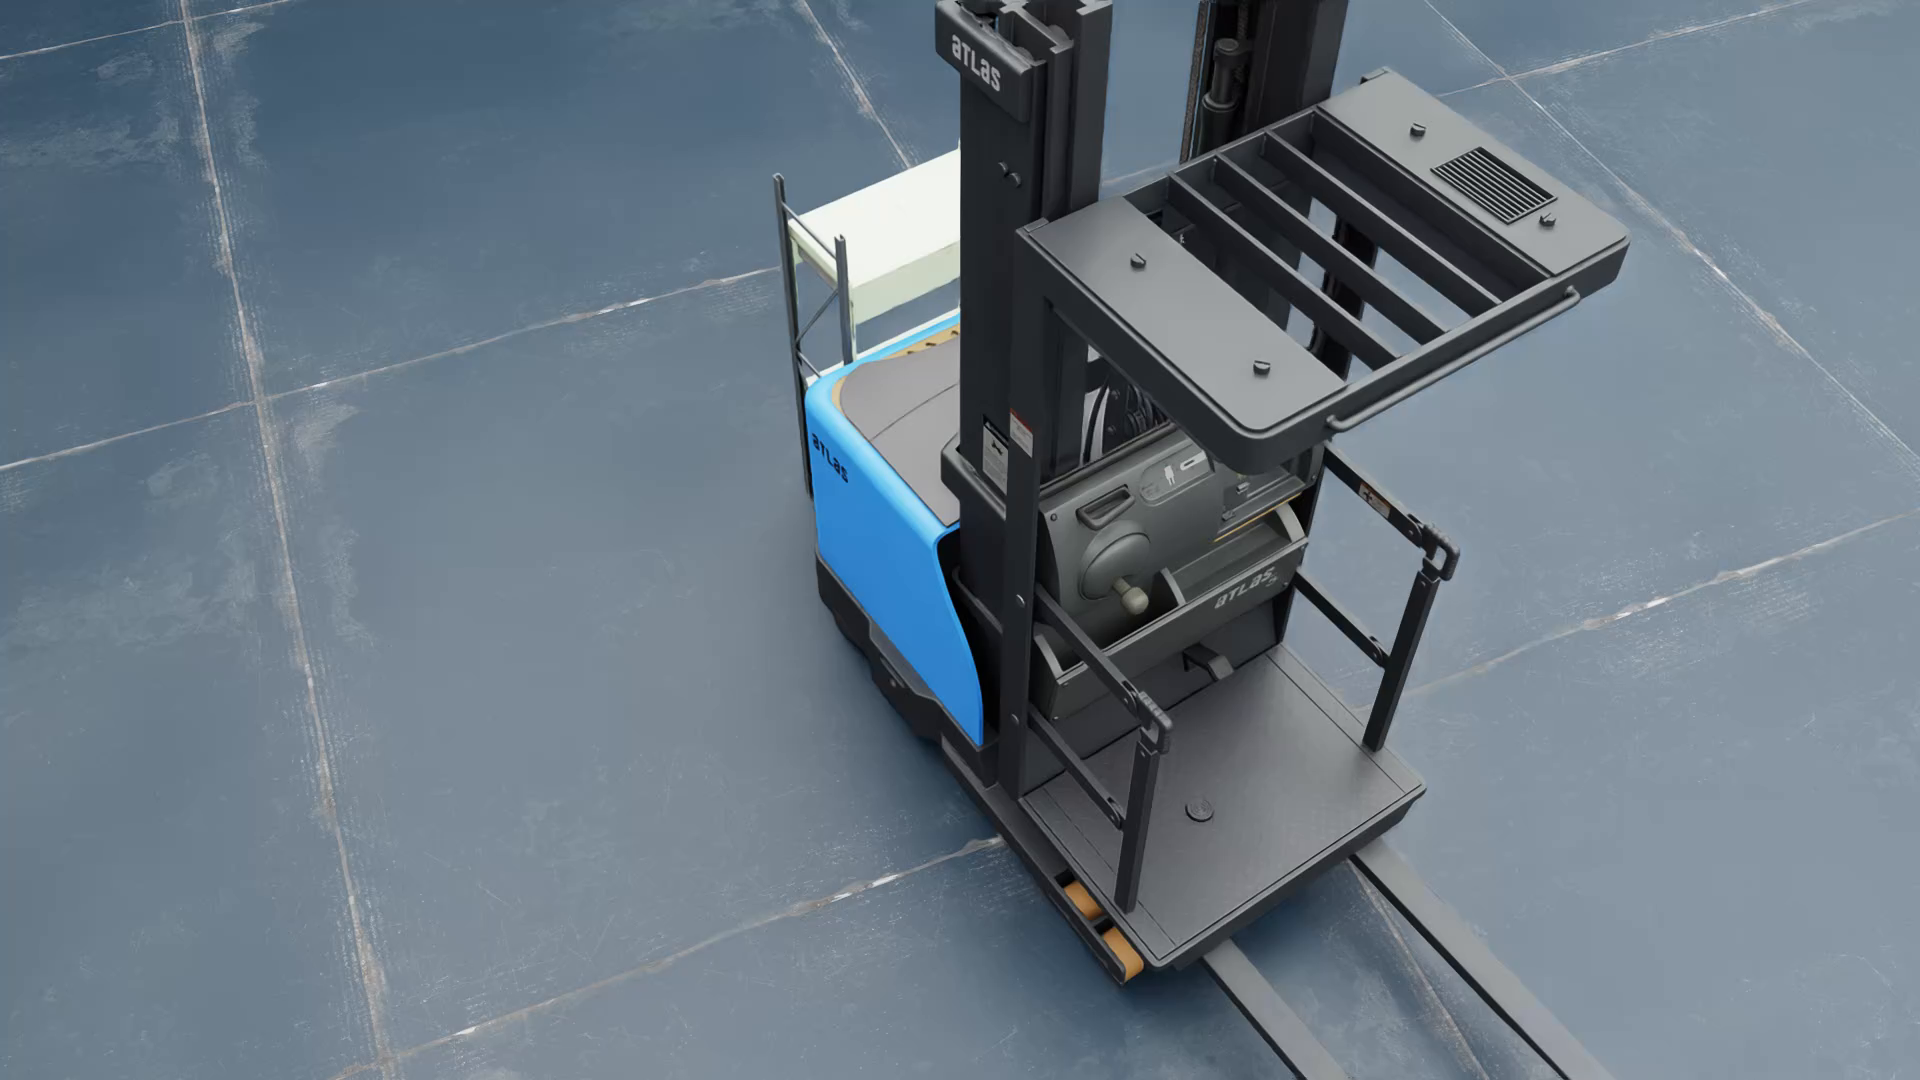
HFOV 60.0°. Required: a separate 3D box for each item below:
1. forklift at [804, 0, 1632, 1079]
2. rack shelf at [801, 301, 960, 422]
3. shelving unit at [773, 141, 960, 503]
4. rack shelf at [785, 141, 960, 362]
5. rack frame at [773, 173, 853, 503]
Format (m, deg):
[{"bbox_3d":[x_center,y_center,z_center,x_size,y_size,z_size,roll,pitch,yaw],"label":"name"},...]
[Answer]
[{"bbox_3d":[0.737,-0.031,4.345,1.130,2.935,3.031,-27,55,-22],"label":"forklift"},{"bbox_3d":[-0.171,-0.494,6.115,0.720,0.370,0.431,-28,55,-22],"label":"rack shelf"},{"bbox_3d":[-0.171,-0.707,5.868,0.755,1.500,0.431,-28,55,-22],"label":"shelving unit"},{"bbox_3d":[-0.171,-0.961,5.572,0.720,0.370,0.431,-28,55,-22],"label":"rack shelf"},{"bbox_3d":[-0.470,-0.547,5.731,0.023,1.500,0.400,-28,55,-22],"label":"rack frame"}]
